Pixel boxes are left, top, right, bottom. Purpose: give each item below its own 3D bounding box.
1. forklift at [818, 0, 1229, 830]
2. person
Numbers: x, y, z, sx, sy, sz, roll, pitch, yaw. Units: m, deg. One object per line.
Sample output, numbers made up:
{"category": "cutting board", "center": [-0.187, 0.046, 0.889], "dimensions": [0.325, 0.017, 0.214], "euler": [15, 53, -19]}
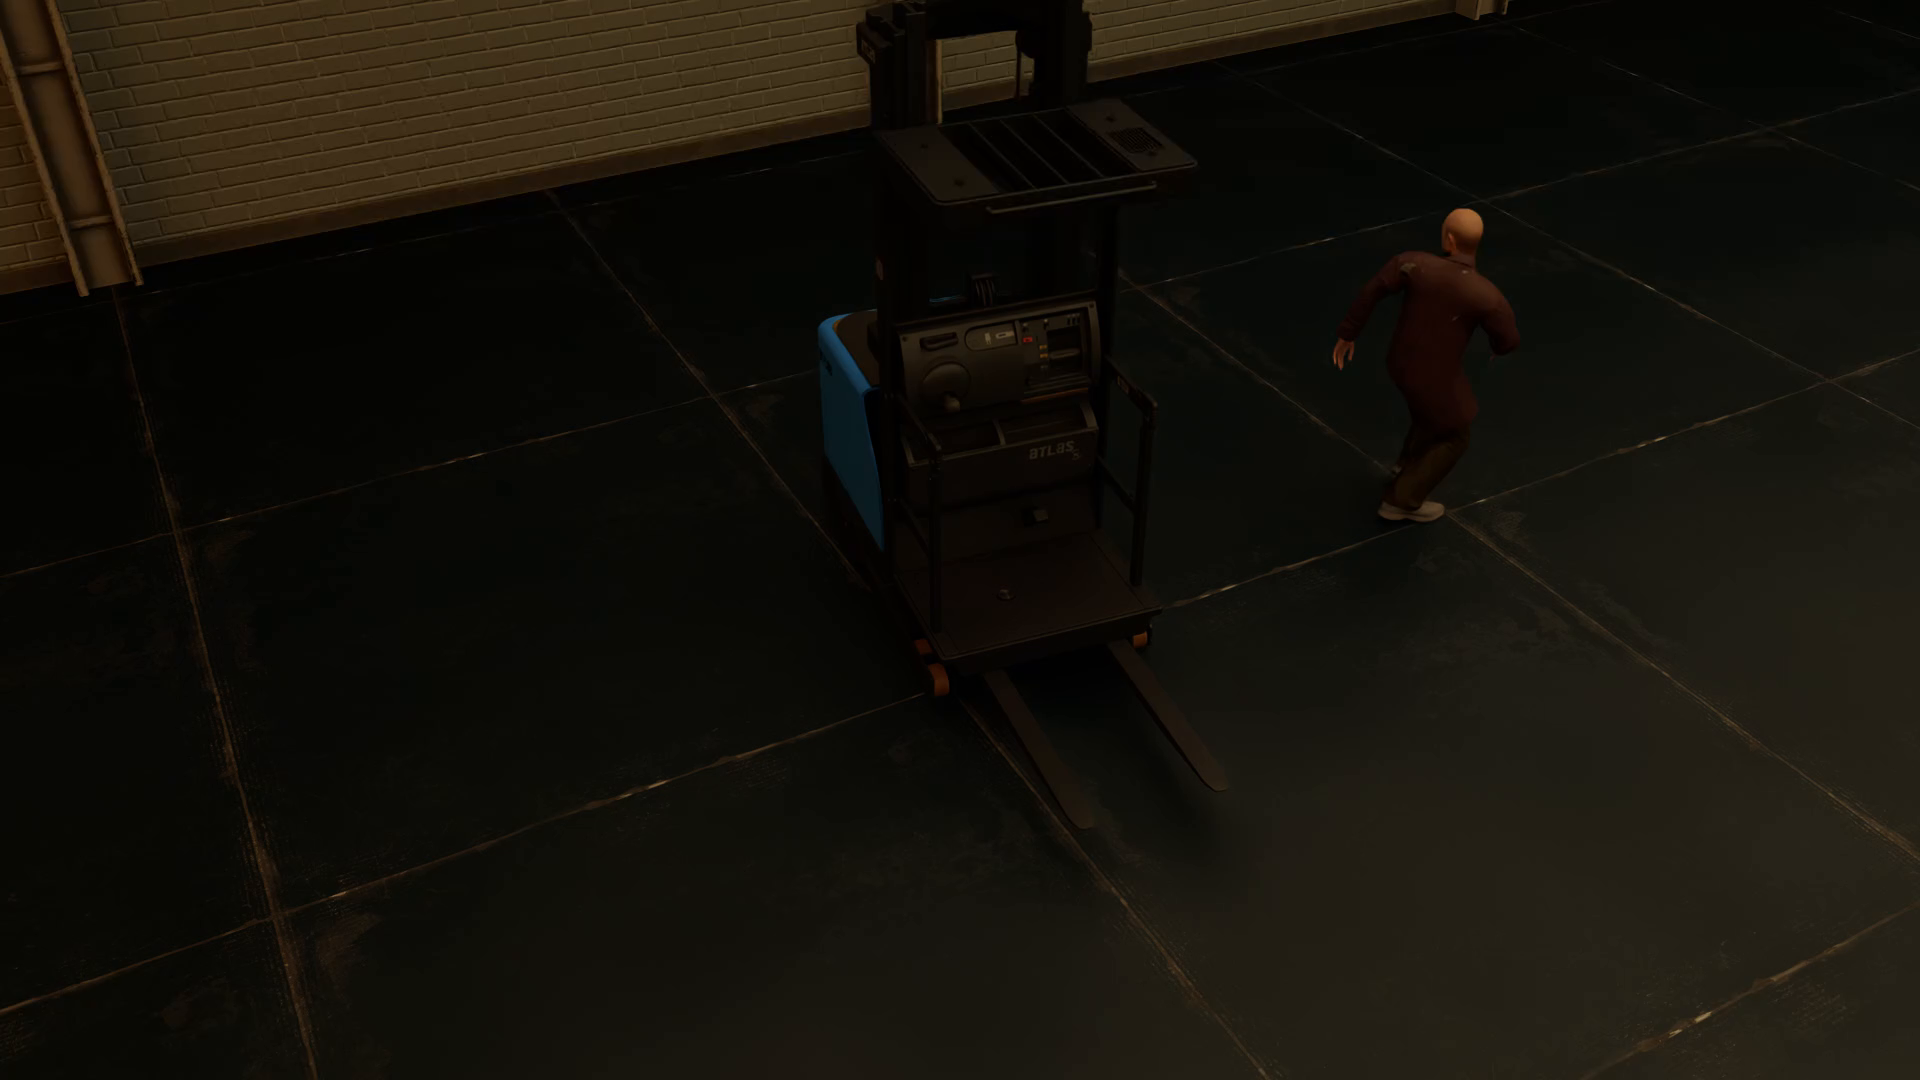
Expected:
{"category": "forklift", "center": [0.261, -0.743, 7.175], "dimensions": [1.130, 2.935, 3.031], "euler": [-12, 37, -17]}
{"category": "person", "center": [2.389, -0.856, 8.441], "dimensions": [0.799, 1.763, 0.728], "euler": [-18, 39, -24]}
